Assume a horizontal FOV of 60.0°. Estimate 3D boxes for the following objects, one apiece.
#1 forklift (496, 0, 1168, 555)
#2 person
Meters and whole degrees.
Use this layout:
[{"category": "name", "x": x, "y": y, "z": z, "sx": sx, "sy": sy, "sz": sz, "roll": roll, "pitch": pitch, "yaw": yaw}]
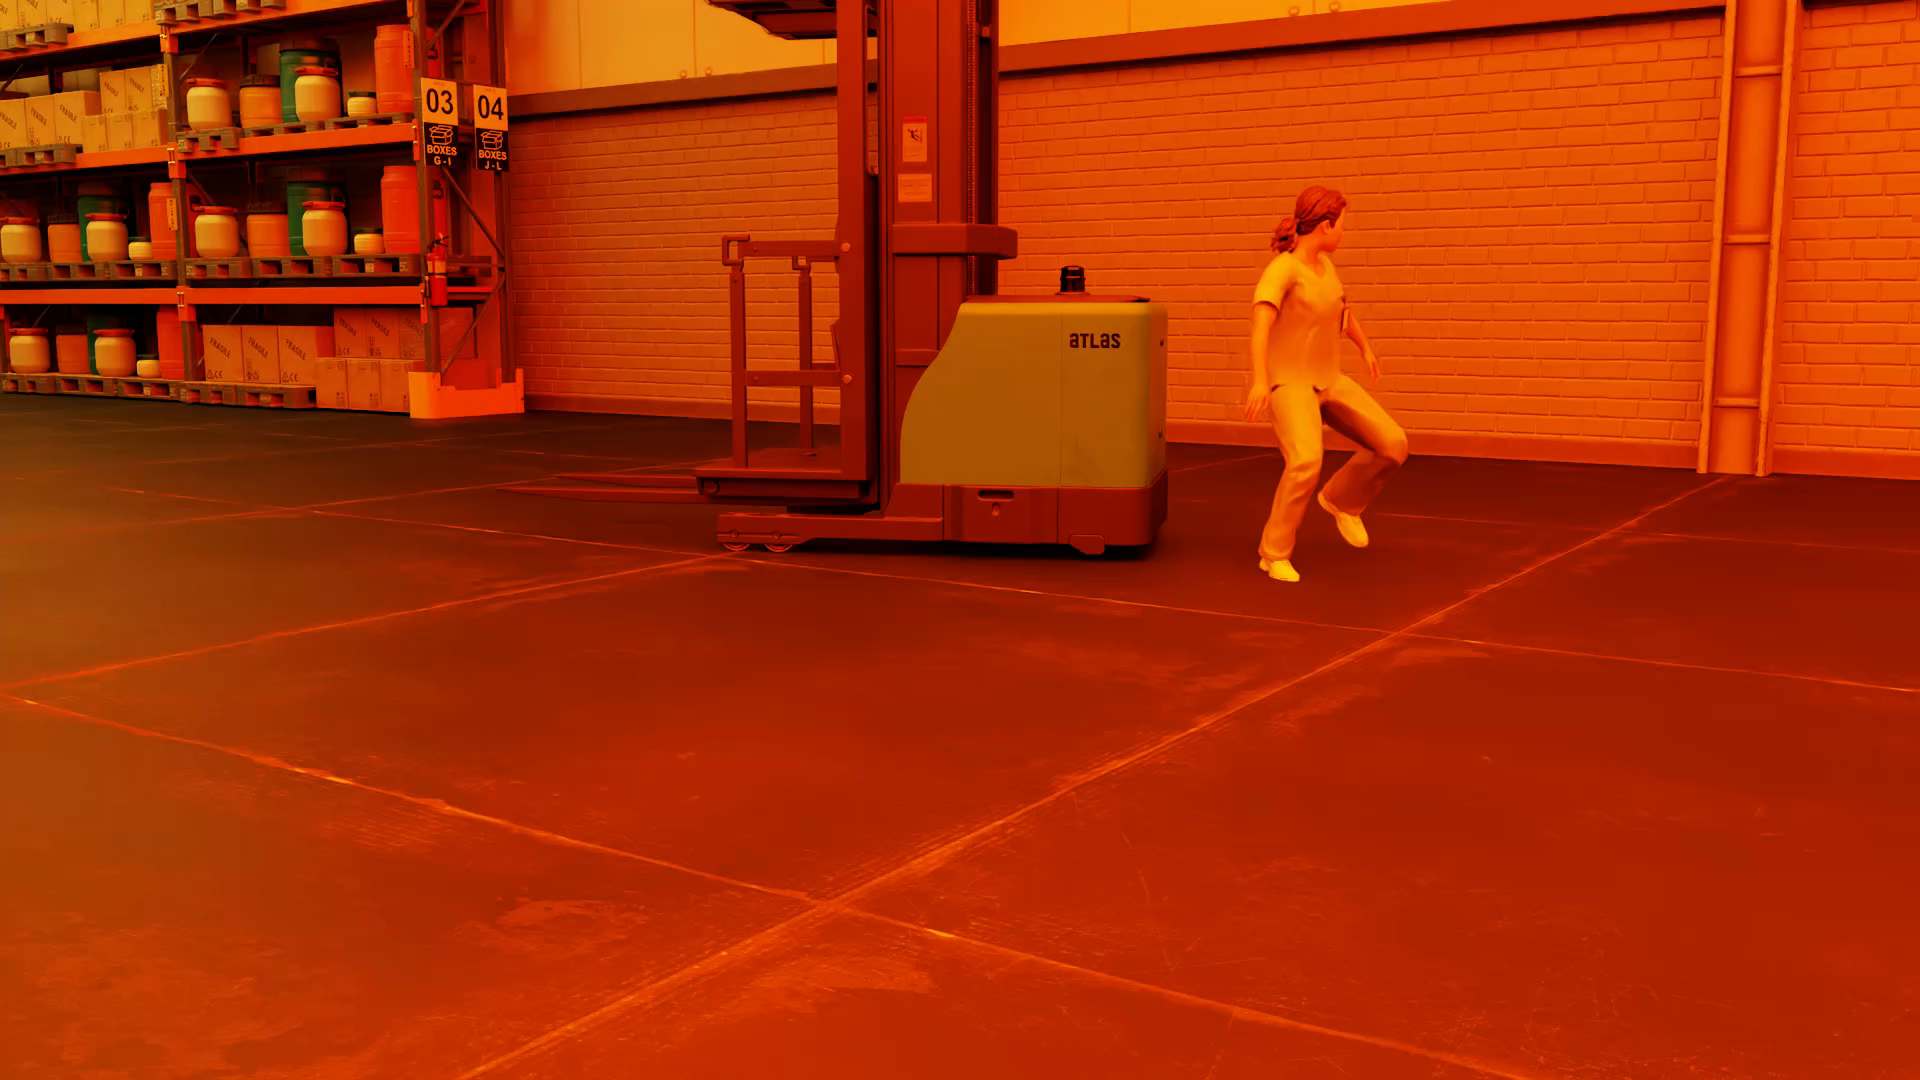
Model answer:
[{"category": "forklift", "x": -0.596, "y": -1.469, "z": 7.520, "sx": 3.031, "sy": 2.935, "sz": 1.130, "roll": 2, "pitch": 8, "yaw": 12}, {"category": "person", "x": 1.416, "y": -0.628, "z": 6.666, "sx": 0.921, "sy": 1.553, "sz": 0.500, "roll": -6, "pitch": 10, "yaw": -35}]
